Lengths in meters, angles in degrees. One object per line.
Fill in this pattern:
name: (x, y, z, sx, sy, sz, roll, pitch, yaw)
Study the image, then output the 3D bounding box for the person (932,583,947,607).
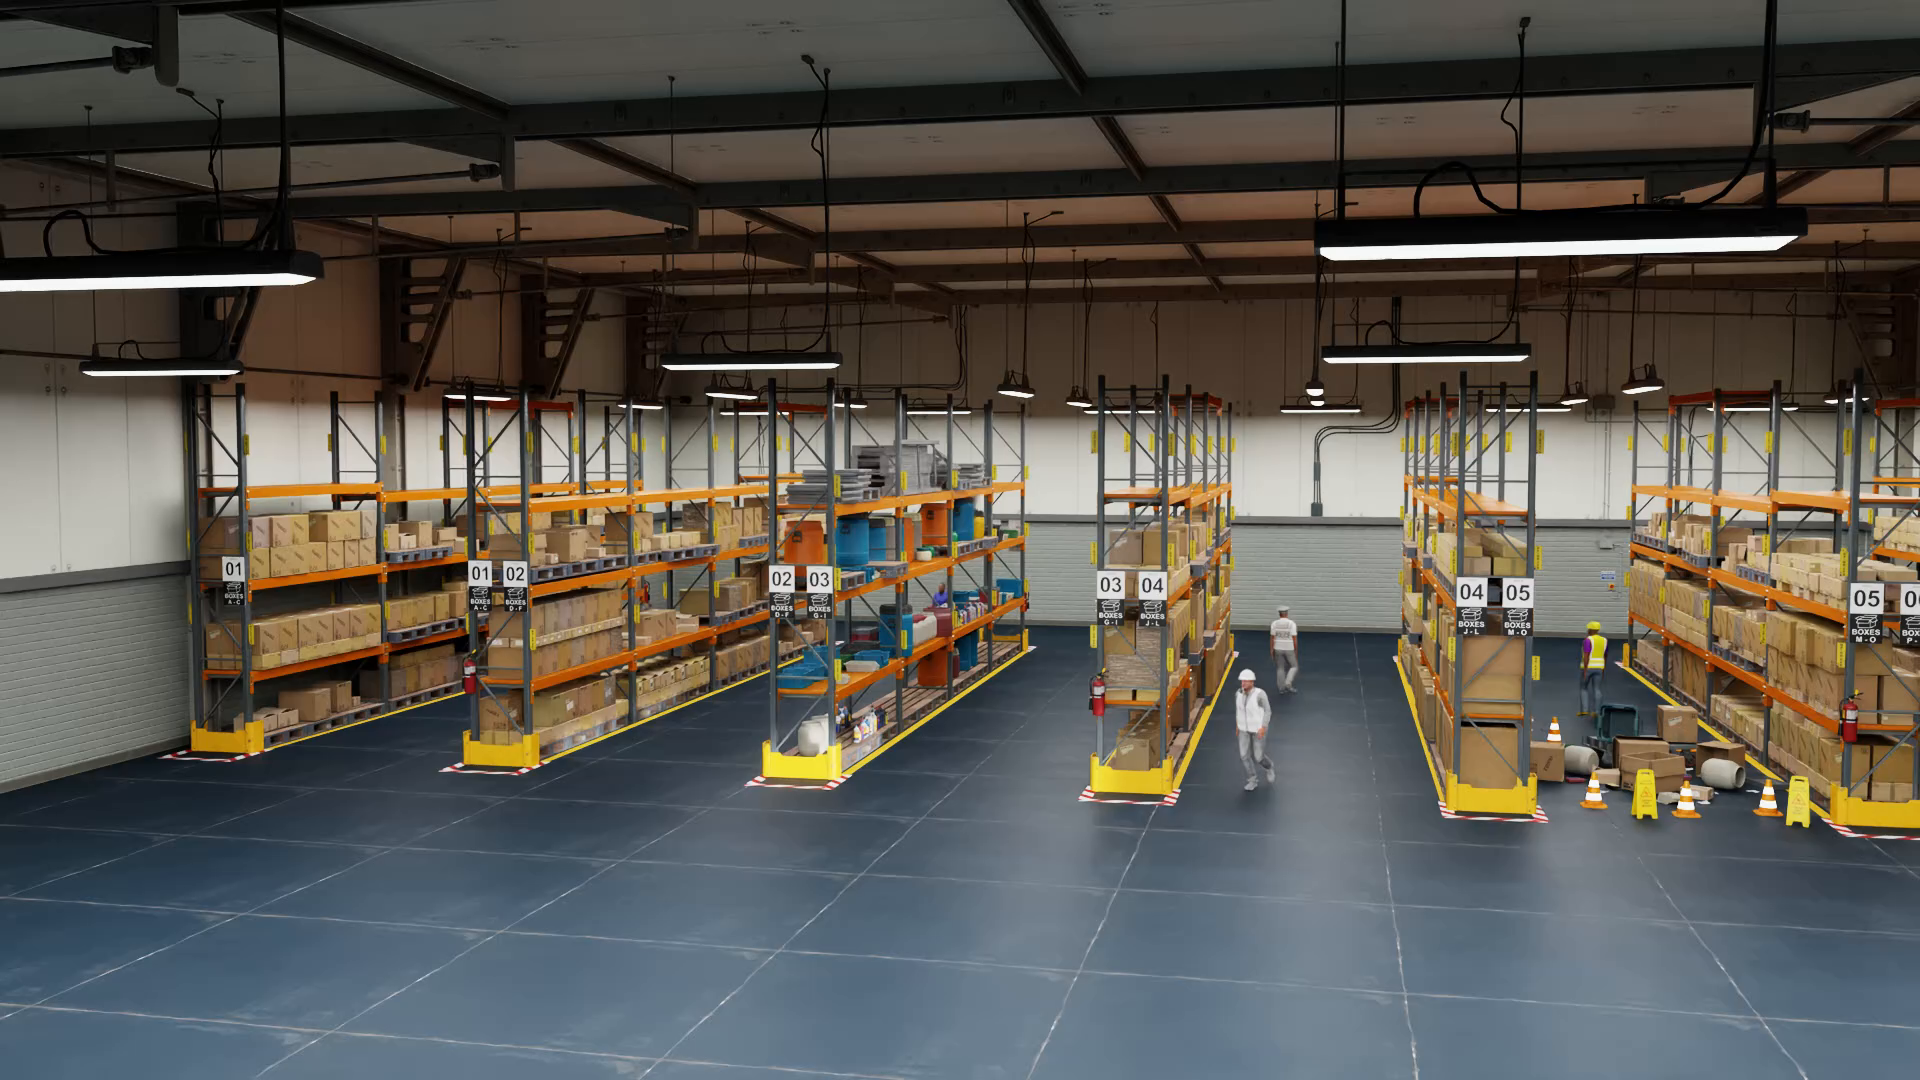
person: (-0.475, 1.847, 40.858, 0.457, 1.587, 1.056, 1, 4, 22)

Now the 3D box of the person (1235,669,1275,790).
person: (4.314, 2.745, 24.307, 0.598, 1.747, 0.700, 2, 4, 37)

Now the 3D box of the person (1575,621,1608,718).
person: (11.650, 2.400, 30.508, 0.538, 1.805, 0.604, 0, 3, 2)

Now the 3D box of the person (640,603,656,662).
person: (-6.669, 2.150, 35.644, 0.540, 1.658, 0.554, 0, 3, 5)

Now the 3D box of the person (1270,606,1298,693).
person: (6.515, 2.218, 33.417, 0.588, 1.756, 0.555, 1, 4, 23)
